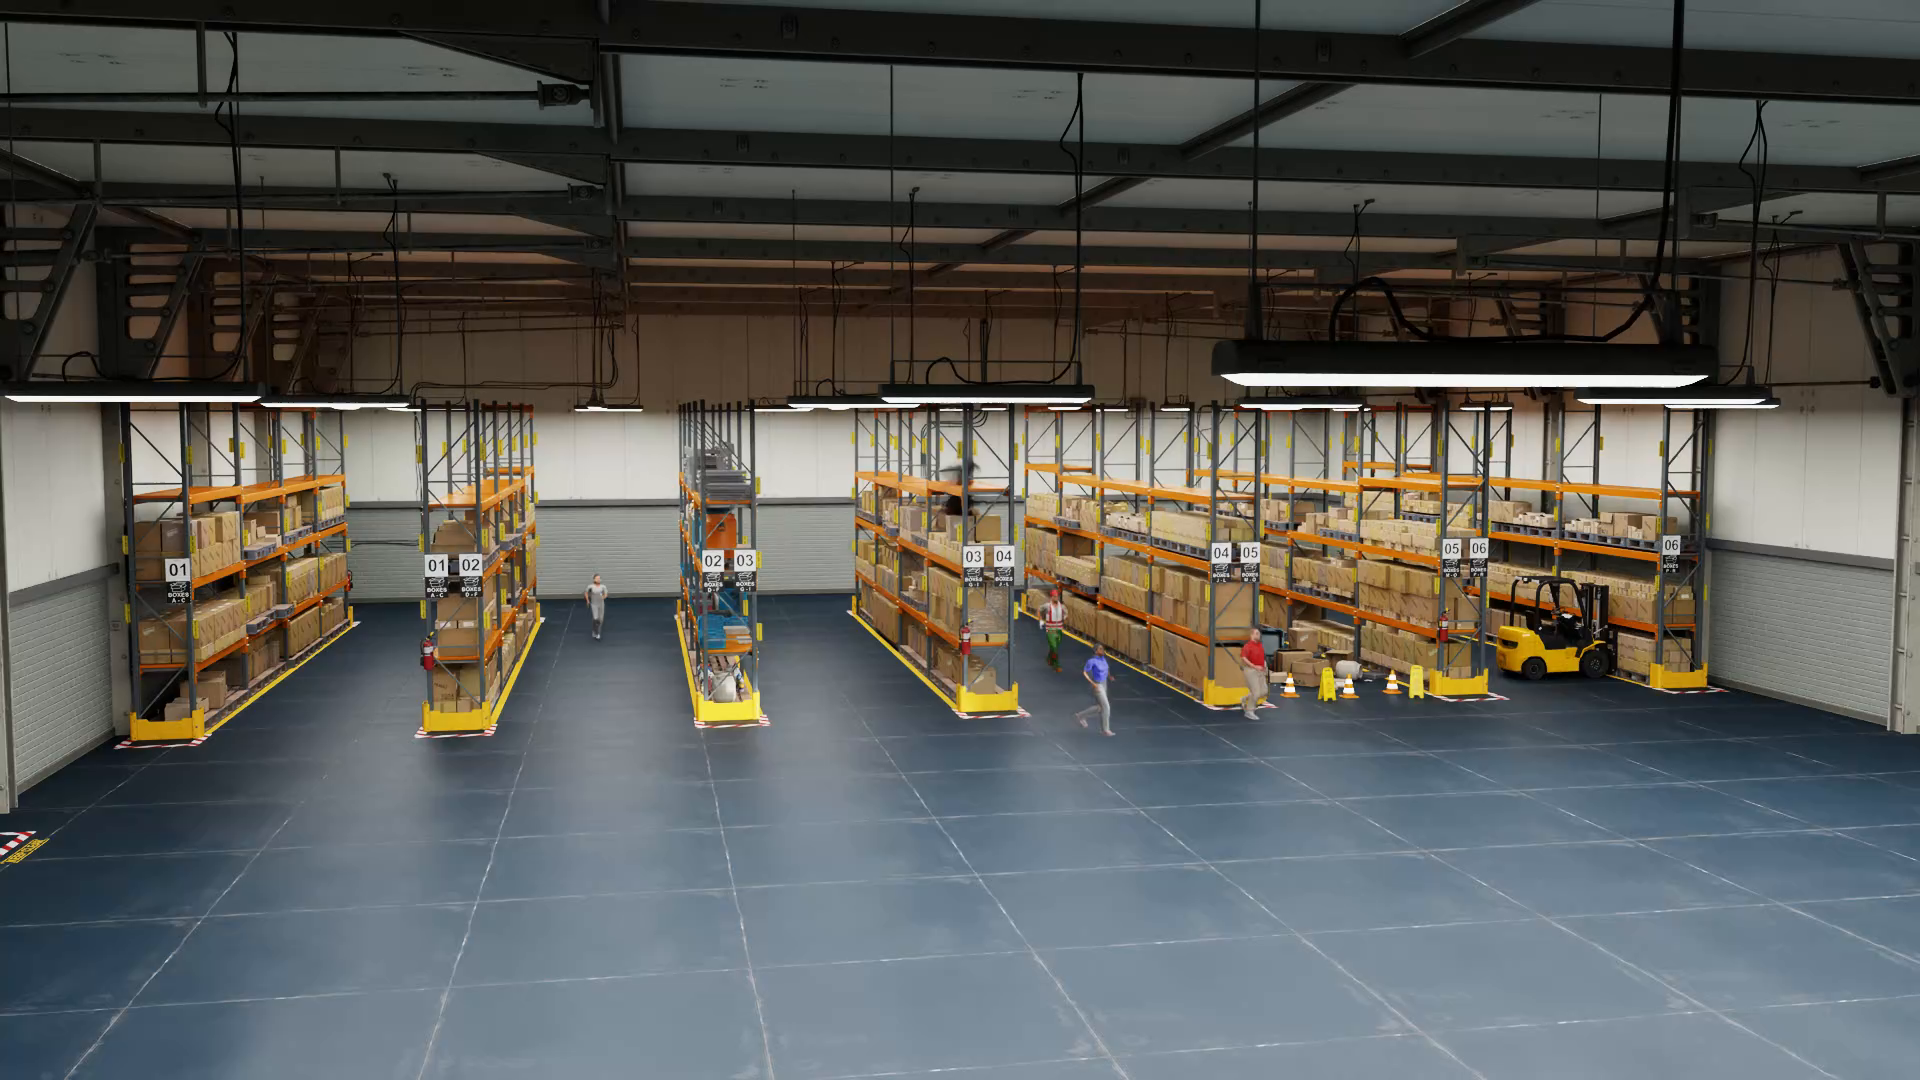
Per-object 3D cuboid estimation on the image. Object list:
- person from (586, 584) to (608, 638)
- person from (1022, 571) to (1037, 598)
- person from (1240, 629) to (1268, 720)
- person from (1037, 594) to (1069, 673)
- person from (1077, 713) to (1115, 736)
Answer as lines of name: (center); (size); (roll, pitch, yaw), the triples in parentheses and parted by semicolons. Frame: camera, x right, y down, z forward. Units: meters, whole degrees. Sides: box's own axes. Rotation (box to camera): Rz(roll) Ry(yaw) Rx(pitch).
person: (-7.765, 1.748, 42.179); (3.033, 1.547, 2.197); (-2, 5, -24)
person: (2.121, 1.126, 49.986); (0.532, 1.650, 0.802); (0, 4, 5)
person: (5.515, 2.505, 31.215); (0.635, 1.692, 0.705); (4, 6, 41)
person: (2.102, 2.026, 37.021); (0.651, 1.740, 0.983); (-2, 5, -24)
person: (2.451, 3.281, 29.846); (0.764, 0.423, 0.144); (3, 5, 33)
